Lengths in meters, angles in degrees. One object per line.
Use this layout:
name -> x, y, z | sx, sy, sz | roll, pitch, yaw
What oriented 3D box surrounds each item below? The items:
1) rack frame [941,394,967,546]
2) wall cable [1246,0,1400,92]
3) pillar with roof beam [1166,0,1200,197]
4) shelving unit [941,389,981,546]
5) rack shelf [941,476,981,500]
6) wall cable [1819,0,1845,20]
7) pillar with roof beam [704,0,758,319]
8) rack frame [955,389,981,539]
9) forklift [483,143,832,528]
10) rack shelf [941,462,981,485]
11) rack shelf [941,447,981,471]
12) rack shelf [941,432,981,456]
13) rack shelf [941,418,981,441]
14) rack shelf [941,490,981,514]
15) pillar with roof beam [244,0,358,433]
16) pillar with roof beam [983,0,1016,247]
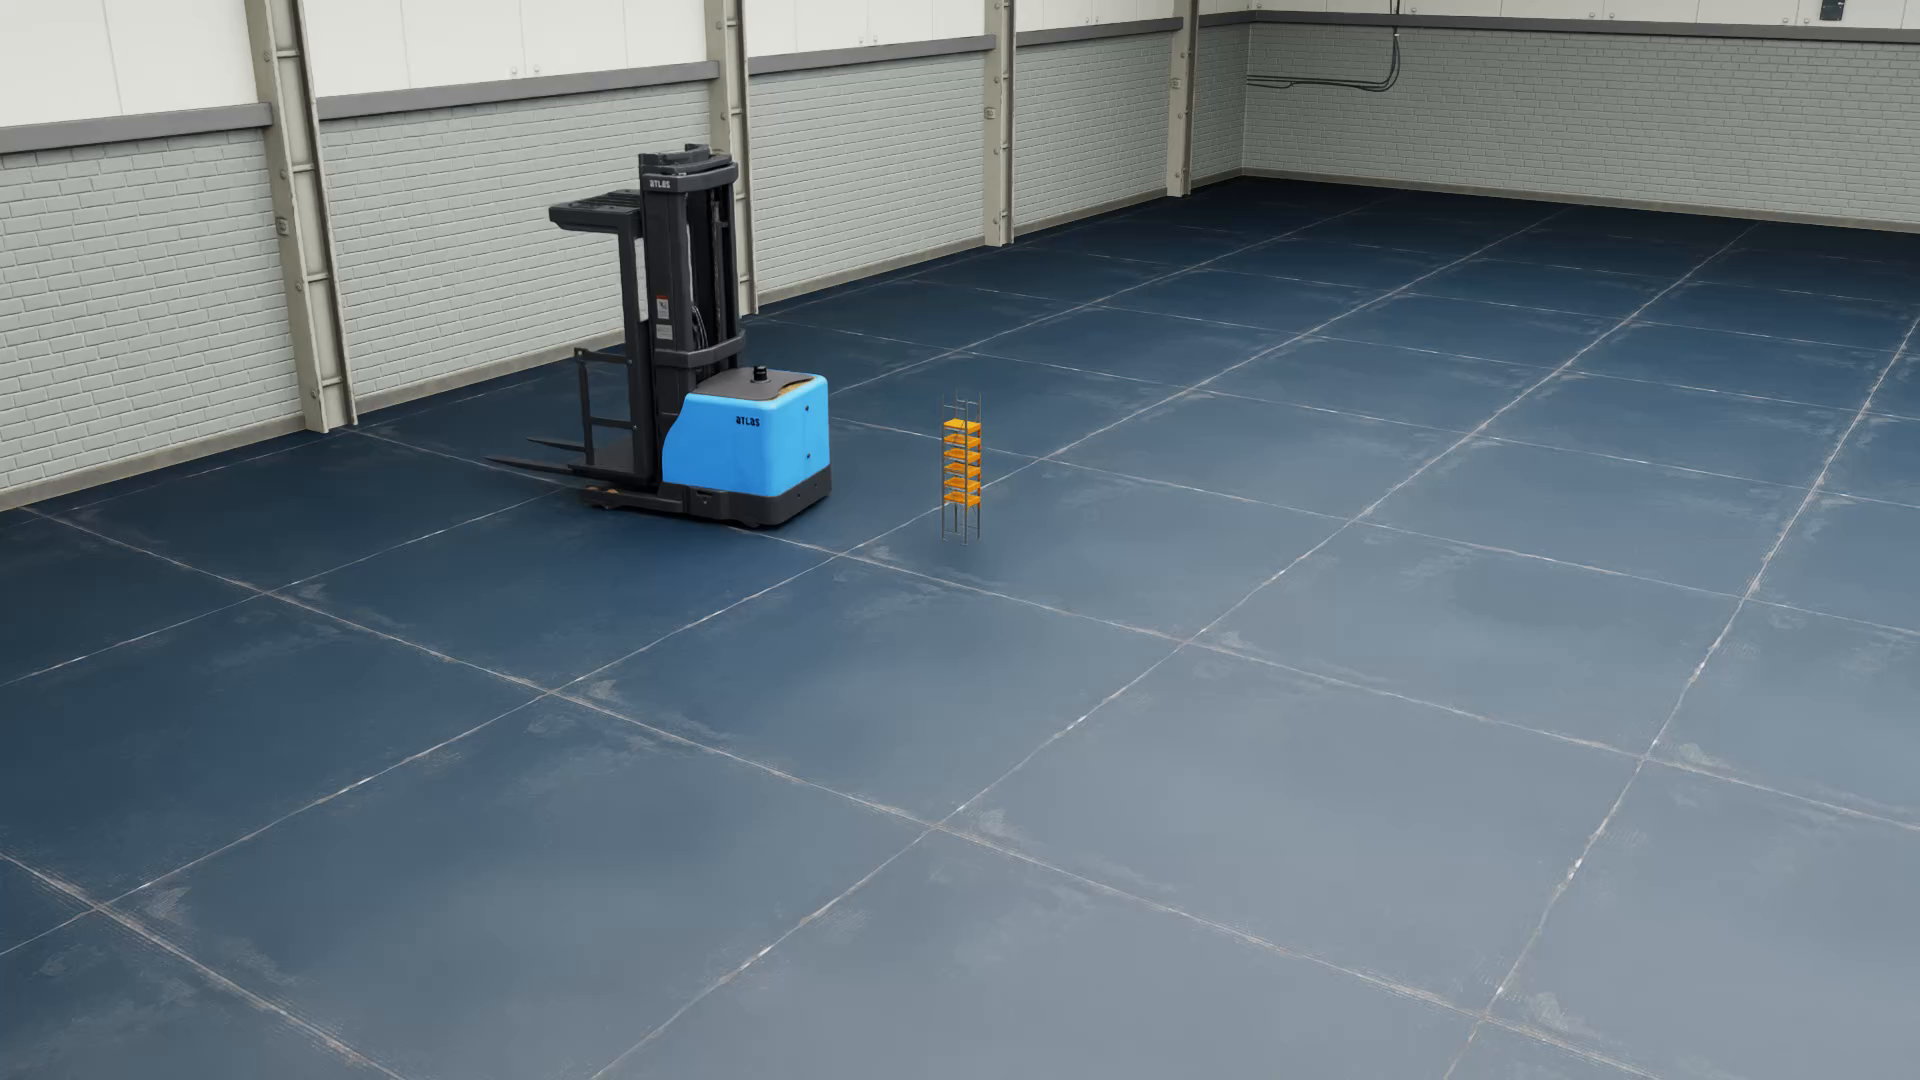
rack frame -> -0.043, -0.541, 12.997 | 0.240, 1.200, 0.006 | 13, 24, 32
wall cable -> 6.714, -9.632, 30.810 | 3.097, 2.526, 0.112 | 13, 24, 32
pillar with roof beam -> 7.525, -9.662, 26.414 | 9.100, 9.000, 0.400 | 13, 24, 32
shelving unit -> 0.008, -0.567, 13.068 | 0.258, 1.200, 0.189 | 13, 24, 32
rack shelf -> 0.008, -0.413, 13.125 | 0.258, 0.103, 0.180 | 13, 24, 32
wall cable -> 14.557, -10.828, 24.664 | 2.305, 6.003, 0.169 | 13, 24, 32
pillar with roof beam -> 0.779, -6.219, 17.106 | 9.100, 9.000, 0.400 | 13, 24, 32
rack frame -> 0.060, -0.593, 13.139 | 0.240, 1.200, 0.006 | 13, 24, 32
forklift -> -2.658, -1.789, 13.876 | 3.031, 2.935, 1.130 | 8, 22, 22
rack shelf -> 0.008, -0.525, 13.083 | 0.258, 0.103, 0.180 | 13, 24, 32
rack shelf -> 0.008, -0.638, 13.042 | 0.258, 0.103, 0.180 | 13, 24, 32
rack shelf -> 0.008, -0.750, 13.000 | 0.258, 0.103, 0.180 | 13, 24, 32
rack shelf -> 0.008, -0.863, 12.959 | 0.258, 0.103, 0.180 | 13, 24, 32
rack shelf -> 0.008, -0.300, 13.167 | 0.258, 0.103, 0.180 | 13, 24, 32
pillar with roof beam -> -2.594, -4.497, 12.451 | 9.100, 9.000, 0.400 | 13, 24, 32
pillar with roof beam -> 4.152, -7.940, 21.760 | 9.100, 9.000, 0.400 | 13, 24, 32
